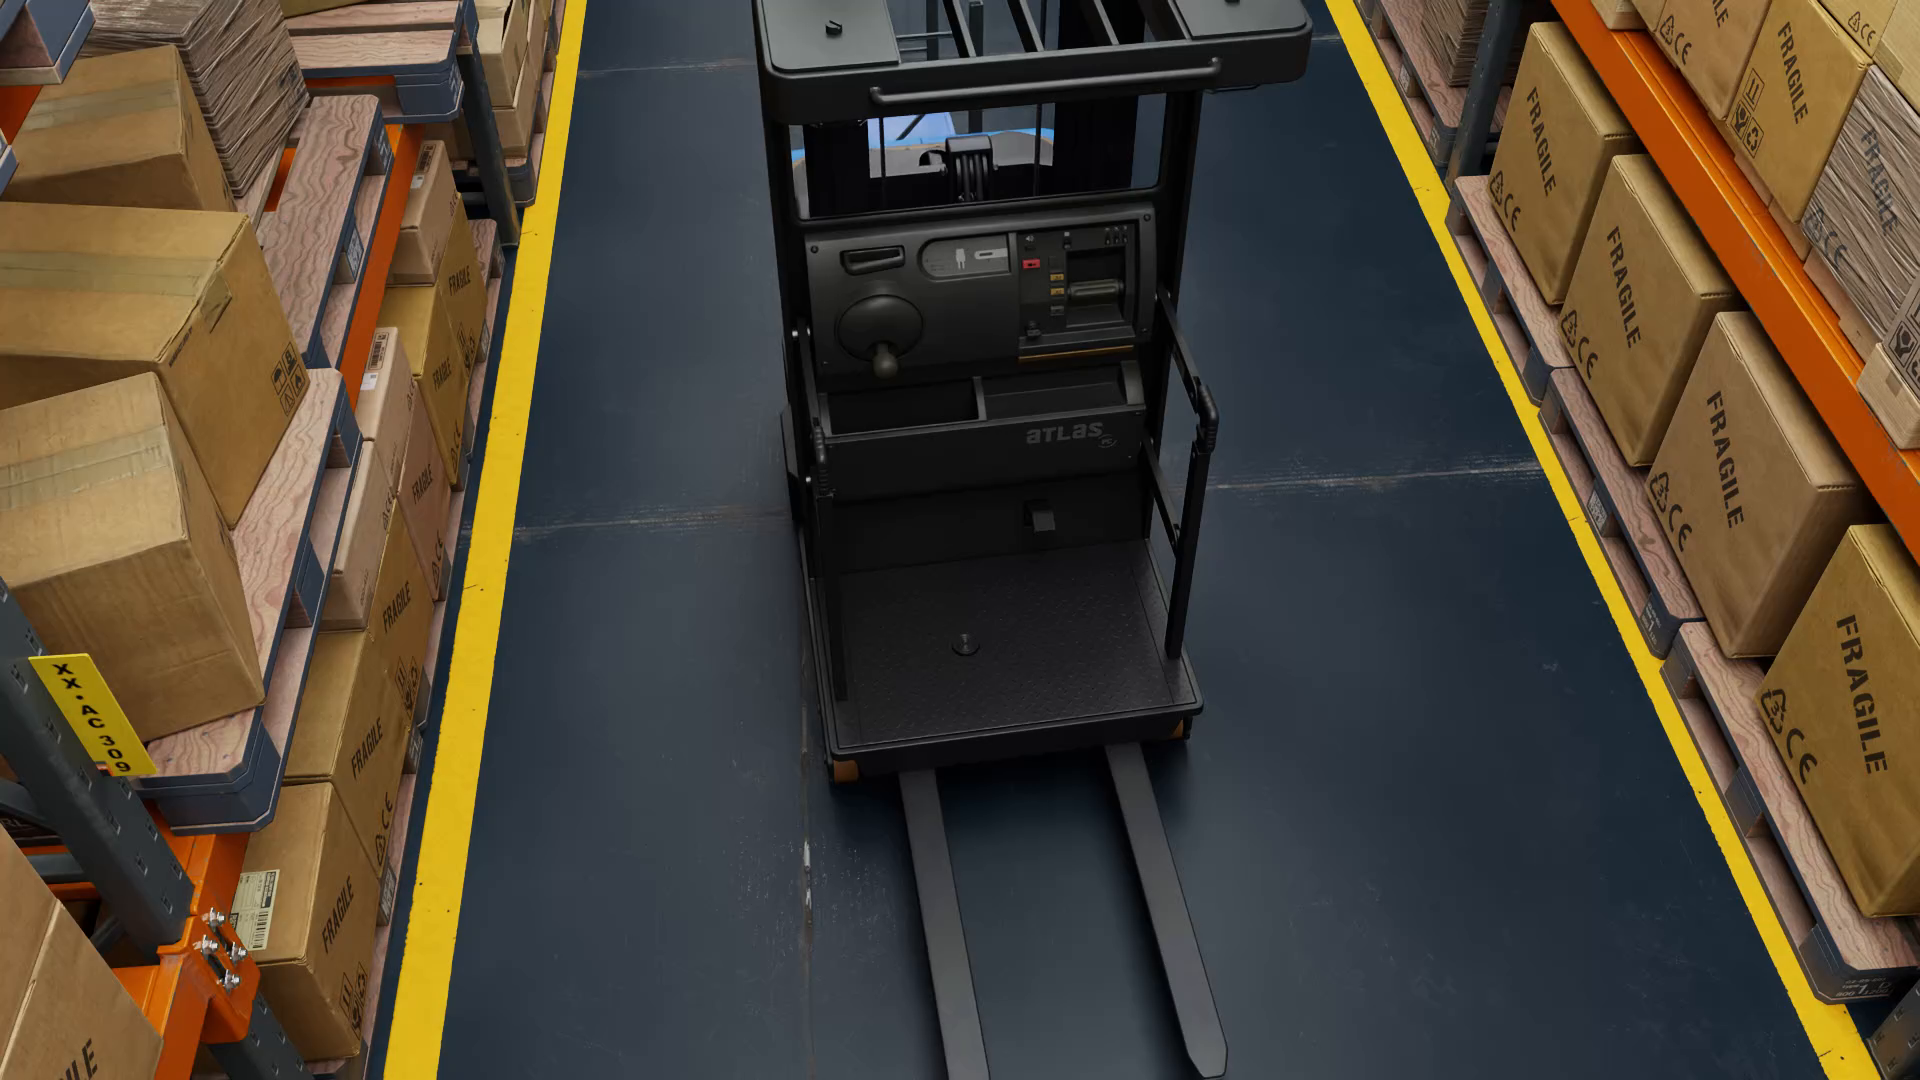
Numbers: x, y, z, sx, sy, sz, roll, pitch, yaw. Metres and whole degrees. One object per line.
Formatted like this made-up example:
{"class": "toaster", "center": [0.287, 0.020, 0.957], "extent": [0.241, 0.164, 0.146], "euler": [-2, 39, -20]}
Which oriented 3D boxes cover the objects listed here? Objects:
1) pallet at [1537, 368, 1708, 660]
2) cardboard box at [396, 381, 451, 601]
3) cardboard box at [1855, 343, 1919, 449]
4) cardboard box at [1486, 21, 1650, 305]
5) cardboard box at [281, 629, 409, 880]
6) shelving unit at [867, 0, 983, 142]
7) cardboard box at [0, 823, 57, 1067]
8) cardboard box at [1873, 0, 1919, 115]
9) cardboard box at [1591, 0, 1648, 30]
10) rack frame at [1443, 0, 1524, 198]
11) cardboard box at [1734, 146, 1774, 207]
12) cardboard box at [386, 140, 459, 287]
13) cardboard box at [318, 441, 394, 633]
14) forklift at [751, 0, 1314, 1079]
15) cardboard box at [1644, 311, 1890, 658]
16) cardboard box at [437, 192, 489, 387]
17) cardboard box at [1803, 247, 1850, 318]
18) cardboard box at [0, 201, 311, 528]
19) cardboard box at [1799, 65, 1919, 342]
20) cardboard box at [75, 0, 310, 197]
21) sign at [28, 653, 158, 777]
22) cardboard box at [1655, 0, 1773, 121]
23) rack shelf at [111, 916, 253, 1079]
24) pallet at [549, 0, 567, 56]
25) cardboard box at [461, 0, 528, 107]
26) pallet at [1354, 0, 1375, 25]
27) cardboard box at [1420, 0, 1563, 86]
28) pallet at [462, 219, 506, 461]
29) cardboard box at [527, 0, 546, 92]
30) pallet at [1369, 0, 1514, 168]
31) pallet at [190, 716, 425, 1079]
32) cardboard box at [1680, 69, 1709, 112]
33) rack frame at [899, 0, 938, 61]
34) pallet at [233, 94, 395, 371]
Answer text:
{"class": "pallet", "center": [2.691, -0.147, 5.744], "extent": [1.003, 0.211, 1.213], "euler": [-3, 47, -3]}
{"class": "cardboard box", "center": [-1.930, -0.134, 5.229], "extent": [0.500, 0.500, 0.500], "euler": [-5, 47, -5]}
{"class": "cardboard box", "center": [2.523, -0.374, 4.198], "extent": [0.380, 0.149, 0.250], "euler": [-3, 47, -3]}
{"class": "cardboard box", "center": [2.532, -1.427, 6.227], "extent": [0.750, 0.750, 0.750], "euler": [-4, 47, -4]}
{"class": "cardboard box", "center": [-1.854, 0.594, 4.540], "extent": [0.500, 0.500, 0.500], "euler": [-3, 47, -3]}
{"class": "shelving unit", "center": [-0.255, -1.542, 6.177], "extent": [0.538, 1.500, 1.048], "euler": [-7, 47, -6]}
{"class": "cardboard box", "center": [-1.700, 0.608, 2.351], "extent": [0.500, 0.500, 0.500], "euler": [-3, 47, -3]}
{"class": "cardboard box", "center": [2.566, -1.131, 3.951], "extent": [0.500, 0.250, 0.500], "euler": [-3, 47, -3]}
{"class": "cardboard box", "center": [2.348, -1.850, 5.595], "extent": [0.380, 0.149, 0.250], "euler": [-2, 47, -2]}
{"class": "rack frame", "center": [2.601, -2.562, 6.110], "extent": [1.000, 3.000, 0.127], "euler": [-3, 47, -3]}
{"class": "cardboard box", "center": [2.537, -1.121, 4.905], "extent": [0.380, 0.149, 0.250], "euler": [-3, 47, -3]}
{"class": "cardboard box", "center": [-2.014, -1.105, 5.632], "extent": [0.500, 0.250, 0.500], "euler": [-2, 47, -2]}
{"class": "cardboard box", "center": [-1.882, -0.002, 4.588], "extent": [0.500, 0.250, 0.500], "euler": [-3, 47, -3]}
{"class": "forklift", "center": [0.099, -0.559, 4.261], "extent": [1.130, 2.935, 3.031], "euler": [-7, 47, -6]}
{"class": "cardboard box", "center": [2.674, -0.178, 5.044], "extent": [0.750, 0.750, 0.750], "euler": [-2, 47, -2]}
{"class": "cardboard box", "center": [-2.023, -0.887, 5.943], "extent": [0.500, 0.500, 0.500], "euler": [-2, 47, -2]}
{"class": "cardboard box", "center": [2.563, -0.737, 4.542], "extent": [0.380, 0.149, 0.250], "euler": [-5, 47, -4]}
{"class": "cardboard box", "center": [-1.938, -0.393, 3.698], "extent": [0.700, 0.500, 0.500], "euler": [3, 47, 3]}
{"class": "cardboard box", "center": [2.560, -0.862, 4.213], "extent": [0.500, 0.500, 0.500], "euler": [-3, 47, -3]}
{"class": "cardboard box", "center": [-2.284, -1.315, 4.571], "extent": [0.700, 0.500, 0.500], "euler": [4, 47, 4]}
{"class": "sign", "center": [-1.460, 0.300, 2.804], "extent": [0.100, 0.325, 0.005], "euler": [-3, 47, -3]}
{"class": "cardboard box", "center": [2.461, -1.600, 4.912], "extent": [0.500, 0.500, 0.500], "euler": [-4, 47, -3]}
{"class": "rack shelf", "center": [-1.833, 2.330, 1.972], "extent": [1.077, 0.370, 4.000], "euler": [-3, 47, -3]}
{"class": "pallet", "center": [-2.464, -2.778, 8.235], "extent": [1.003, 0.211, 1.213], "euler": [-3, 47, -3]}
{"class": "cardboard box", "center": [-2.086, -2.046, 6.841], "extent": [0.500, 0.311, 0.500], "euler": [-2, 47, -2]}
{"class": "pallet", "center": [2.438, -3.049, 8.492], "extent": [1.003, 0.211, 1.213], "euler": [-3, 47, -3]}
{"class": "cardboard box", "center": [2.488, -2.371, 7.348], "extent": [0.700, 0.500, 0.500], "euler": [-3, 47, -3]}
{"class": "pallet", "center": [-2.310, -0.757, 6.321], "extent": [1.003, 0.211, 1.213], "euler": [-3, 47, -3]}
{"class": "cardboard box", "center": [-2.129, -2.217, 7.389], "extent": [0.500, 0.250, 0.500], "euler": [-5, 47, -4]}
{"class": "pallet", "center": [2.537, -2.168, 7.658], "extent": [1.003, 0.211, 1.213], "euler": [-3, 47, -3]}
{"class": "pallet", "center": [-2.106, 1.009, 4.649], "extent": [1.003, 0.211, 1.213], "euler": [-3, 47, -3]}
{"class": "cardboard box", "center": [2.522, -1.488, 5.253], "extent": [0.380, 0.149, 0.250], "euler": [-3, 47, -2]}
{"class": "rack frame", "center": [-0.334, -1.907, 6.523], "extent": [0.500, 1.500, 0.032], "euler": [-7, 47, -6]}
{"class": "pallet", "center": [-2.168, -0.785, 4.560], "extent": [1.003, 0.211, 1.213], "euler": [-3, 47, -3]}
